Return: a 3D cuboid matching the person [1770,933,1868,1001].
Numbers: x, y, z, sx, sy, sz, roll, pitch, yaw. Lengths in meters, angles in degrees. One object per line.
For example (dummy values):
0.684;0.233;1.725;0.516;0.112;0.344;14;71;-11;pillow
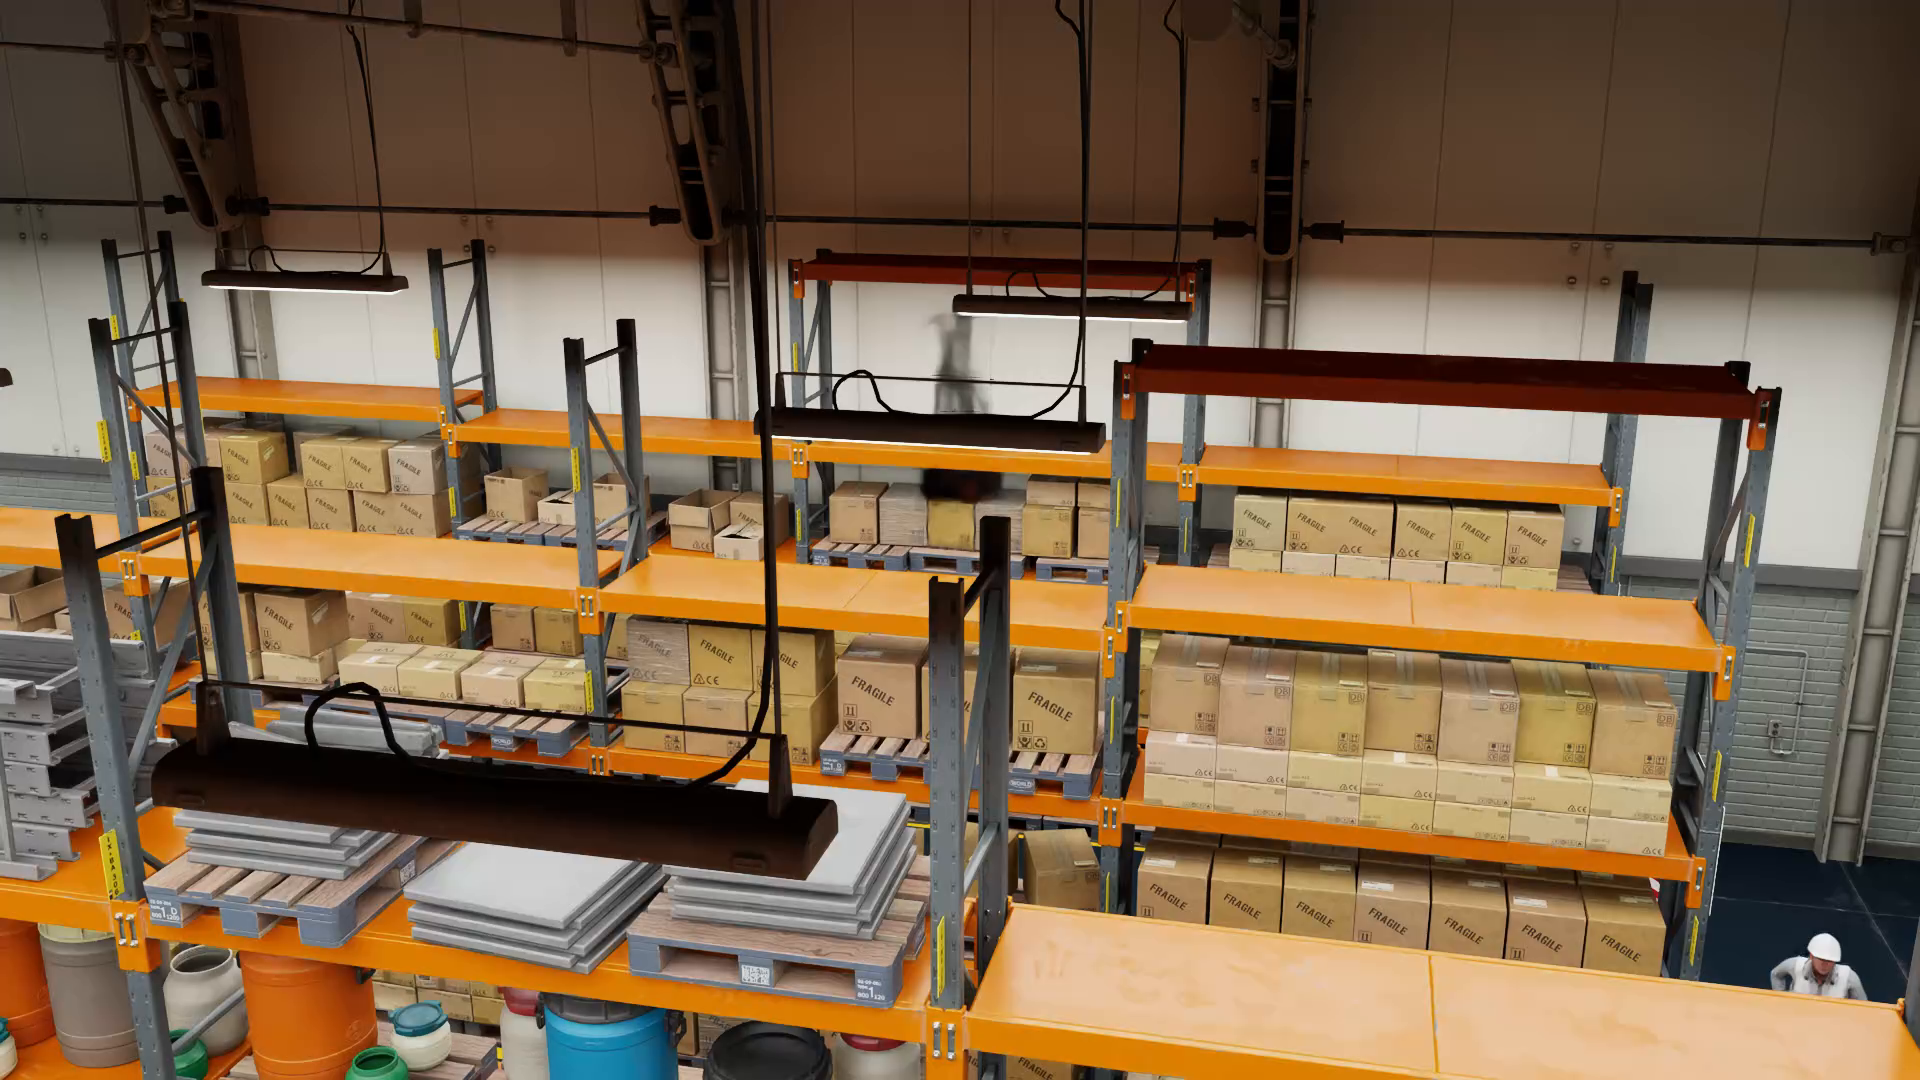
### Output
6.472;3.708;12.627;0.661;1.766;1.081;7;18;22;person
